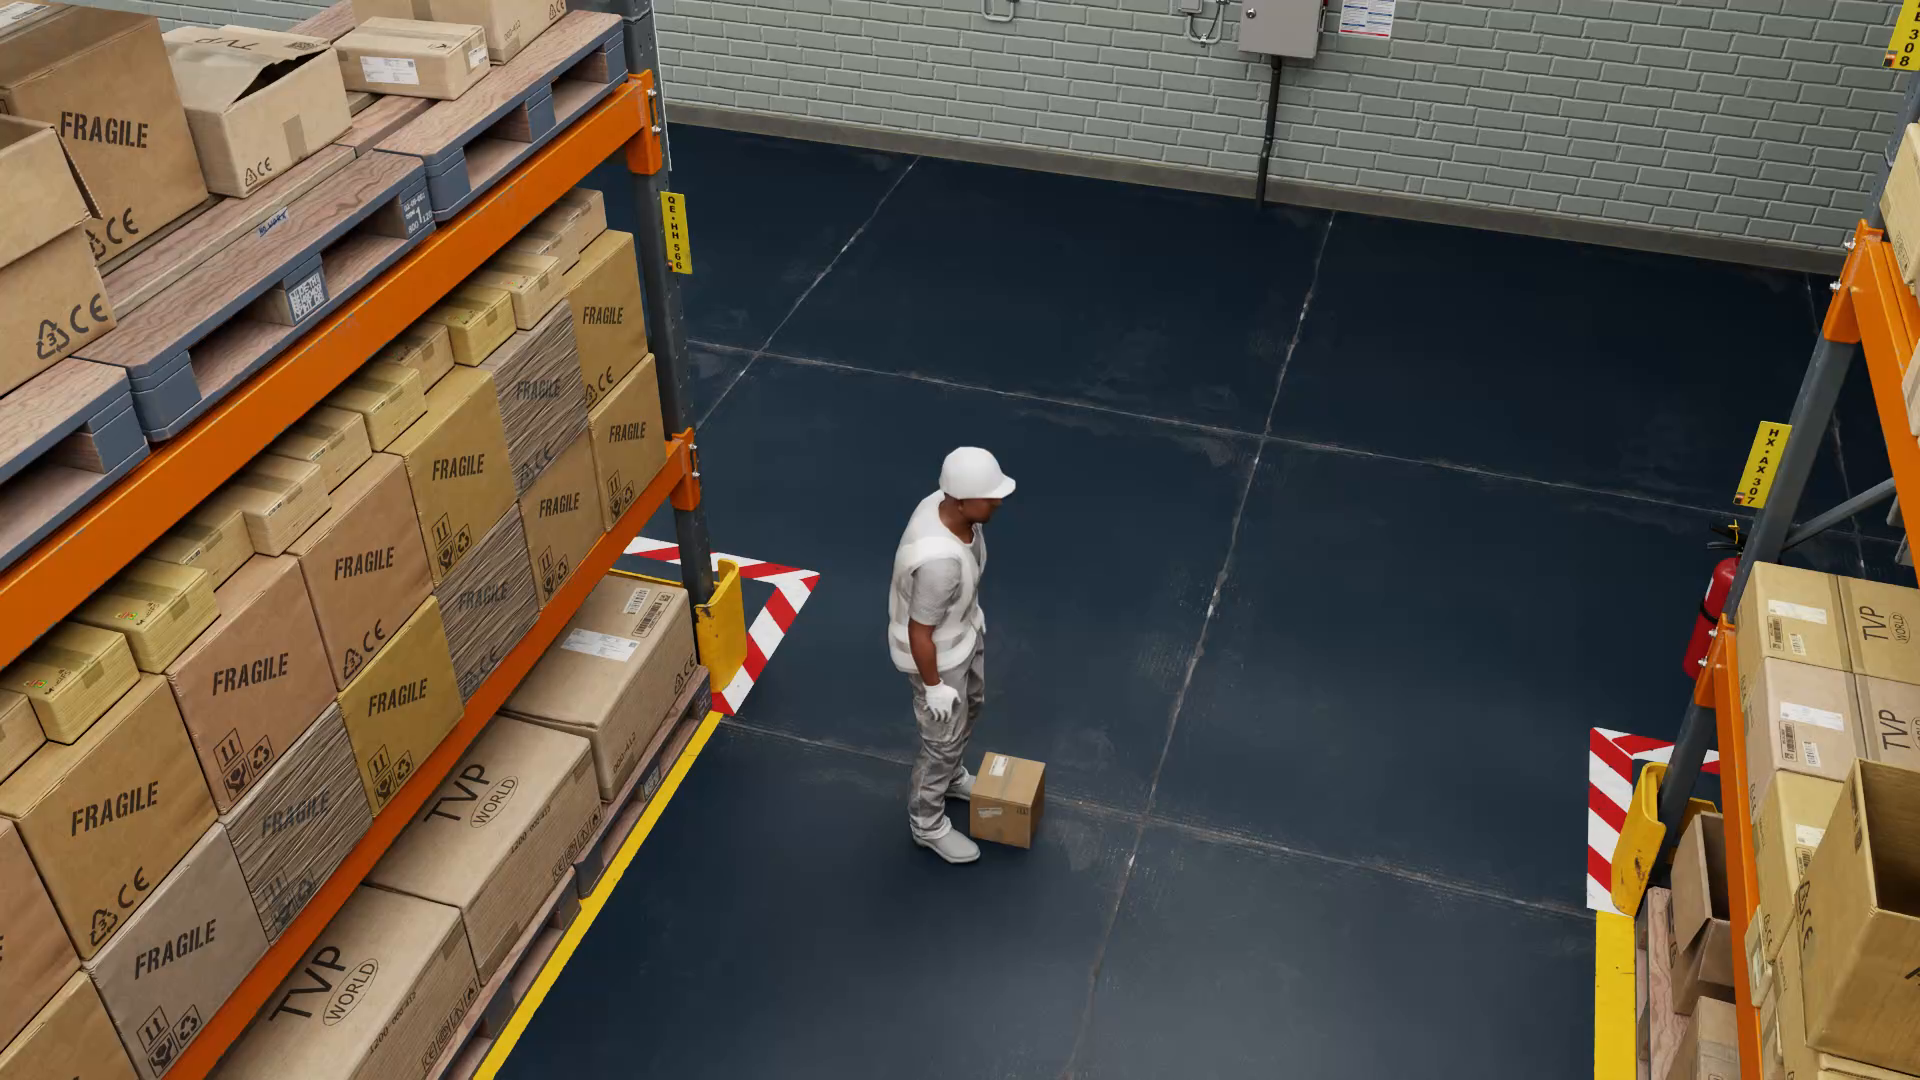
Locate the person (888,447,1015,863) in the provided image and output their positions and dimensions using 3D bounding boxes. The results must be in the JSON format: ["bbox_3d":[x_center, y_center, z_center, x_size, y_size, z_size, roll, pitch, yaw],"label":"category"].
[{"bbox_3d":[-0.032,0.407,6.338,0.450,1.772,0.619,9,38,11],"label":"person"}]
